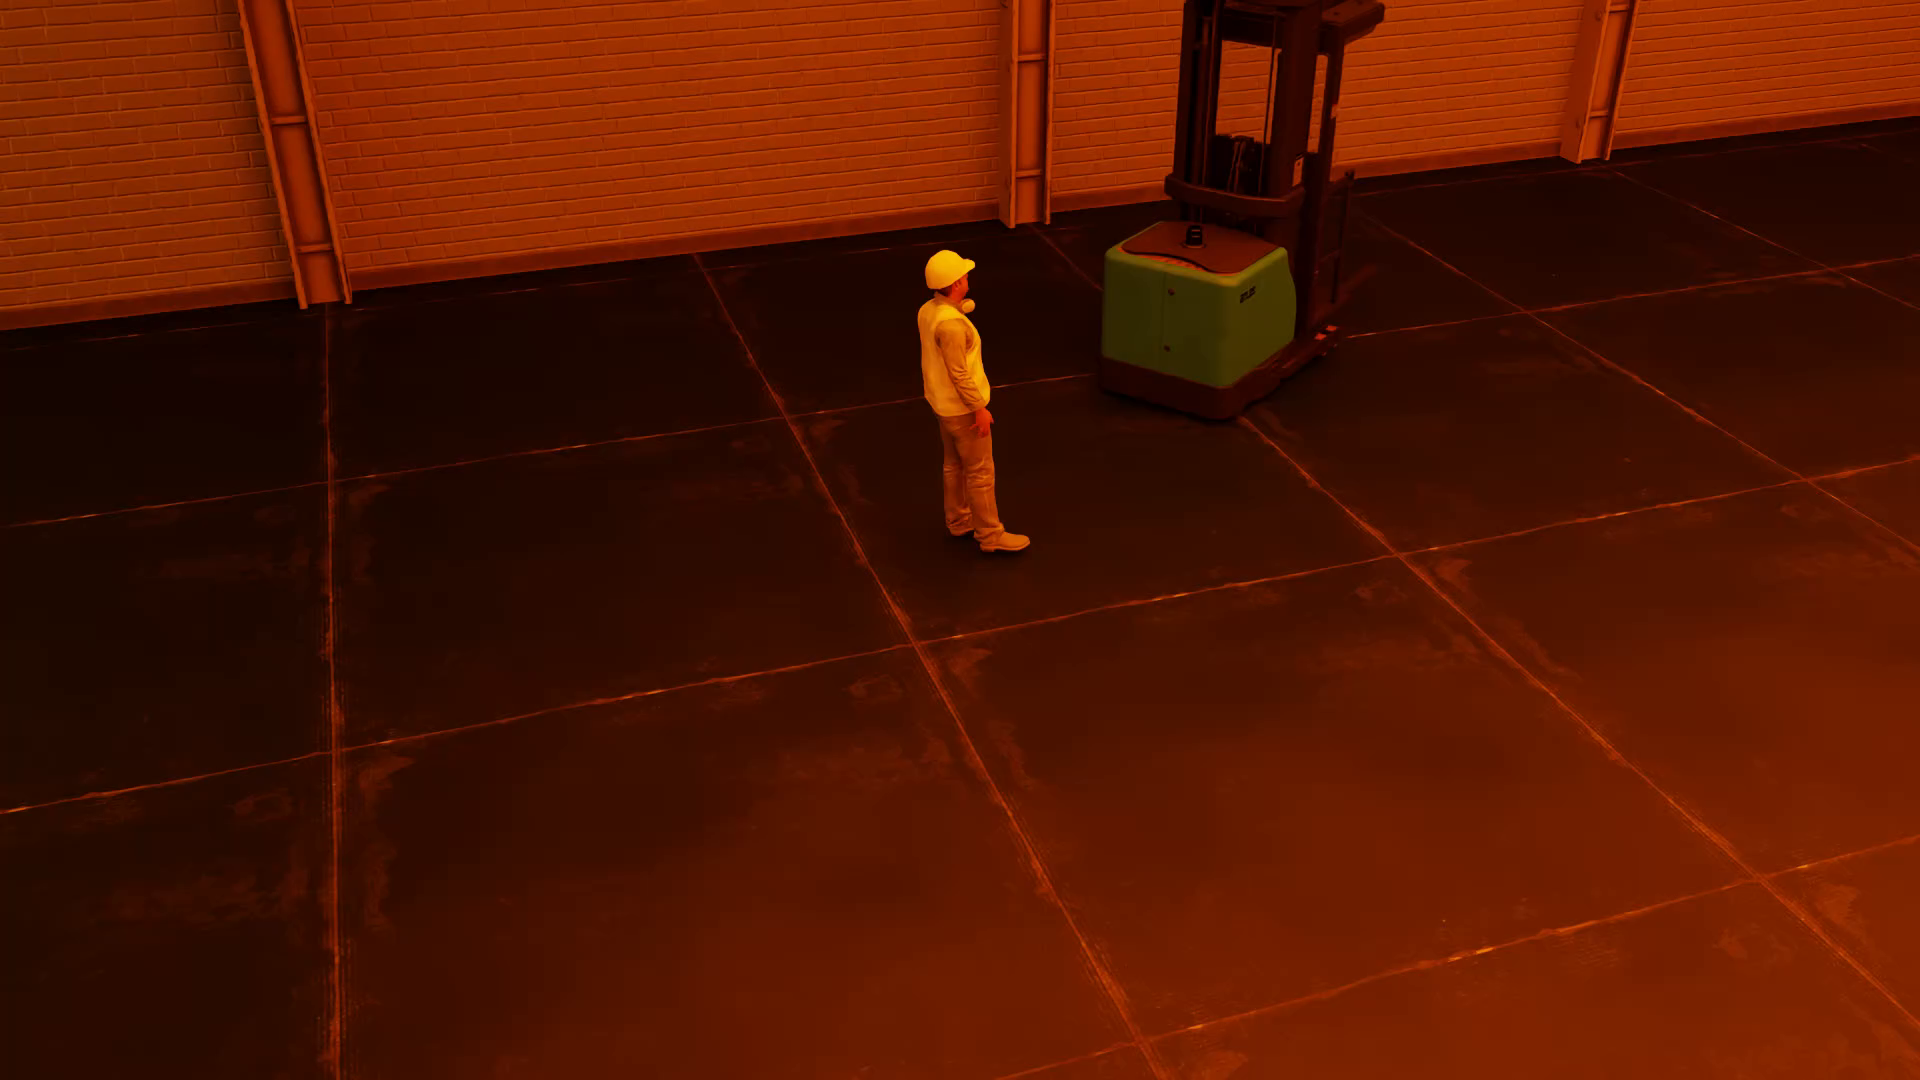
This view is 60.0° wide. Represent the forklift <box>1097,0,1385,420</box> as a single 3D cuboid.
[{"bbox_3d":[2.233,-2.768,11.898,1.130,2.935,3.031,20,35,30],"label":"forklift"}]

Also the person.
[{"bbox_3d":[0.061,-0.816,9.570,0.568,1.773,0.632,-10,31,-16],"label":"person"}]
